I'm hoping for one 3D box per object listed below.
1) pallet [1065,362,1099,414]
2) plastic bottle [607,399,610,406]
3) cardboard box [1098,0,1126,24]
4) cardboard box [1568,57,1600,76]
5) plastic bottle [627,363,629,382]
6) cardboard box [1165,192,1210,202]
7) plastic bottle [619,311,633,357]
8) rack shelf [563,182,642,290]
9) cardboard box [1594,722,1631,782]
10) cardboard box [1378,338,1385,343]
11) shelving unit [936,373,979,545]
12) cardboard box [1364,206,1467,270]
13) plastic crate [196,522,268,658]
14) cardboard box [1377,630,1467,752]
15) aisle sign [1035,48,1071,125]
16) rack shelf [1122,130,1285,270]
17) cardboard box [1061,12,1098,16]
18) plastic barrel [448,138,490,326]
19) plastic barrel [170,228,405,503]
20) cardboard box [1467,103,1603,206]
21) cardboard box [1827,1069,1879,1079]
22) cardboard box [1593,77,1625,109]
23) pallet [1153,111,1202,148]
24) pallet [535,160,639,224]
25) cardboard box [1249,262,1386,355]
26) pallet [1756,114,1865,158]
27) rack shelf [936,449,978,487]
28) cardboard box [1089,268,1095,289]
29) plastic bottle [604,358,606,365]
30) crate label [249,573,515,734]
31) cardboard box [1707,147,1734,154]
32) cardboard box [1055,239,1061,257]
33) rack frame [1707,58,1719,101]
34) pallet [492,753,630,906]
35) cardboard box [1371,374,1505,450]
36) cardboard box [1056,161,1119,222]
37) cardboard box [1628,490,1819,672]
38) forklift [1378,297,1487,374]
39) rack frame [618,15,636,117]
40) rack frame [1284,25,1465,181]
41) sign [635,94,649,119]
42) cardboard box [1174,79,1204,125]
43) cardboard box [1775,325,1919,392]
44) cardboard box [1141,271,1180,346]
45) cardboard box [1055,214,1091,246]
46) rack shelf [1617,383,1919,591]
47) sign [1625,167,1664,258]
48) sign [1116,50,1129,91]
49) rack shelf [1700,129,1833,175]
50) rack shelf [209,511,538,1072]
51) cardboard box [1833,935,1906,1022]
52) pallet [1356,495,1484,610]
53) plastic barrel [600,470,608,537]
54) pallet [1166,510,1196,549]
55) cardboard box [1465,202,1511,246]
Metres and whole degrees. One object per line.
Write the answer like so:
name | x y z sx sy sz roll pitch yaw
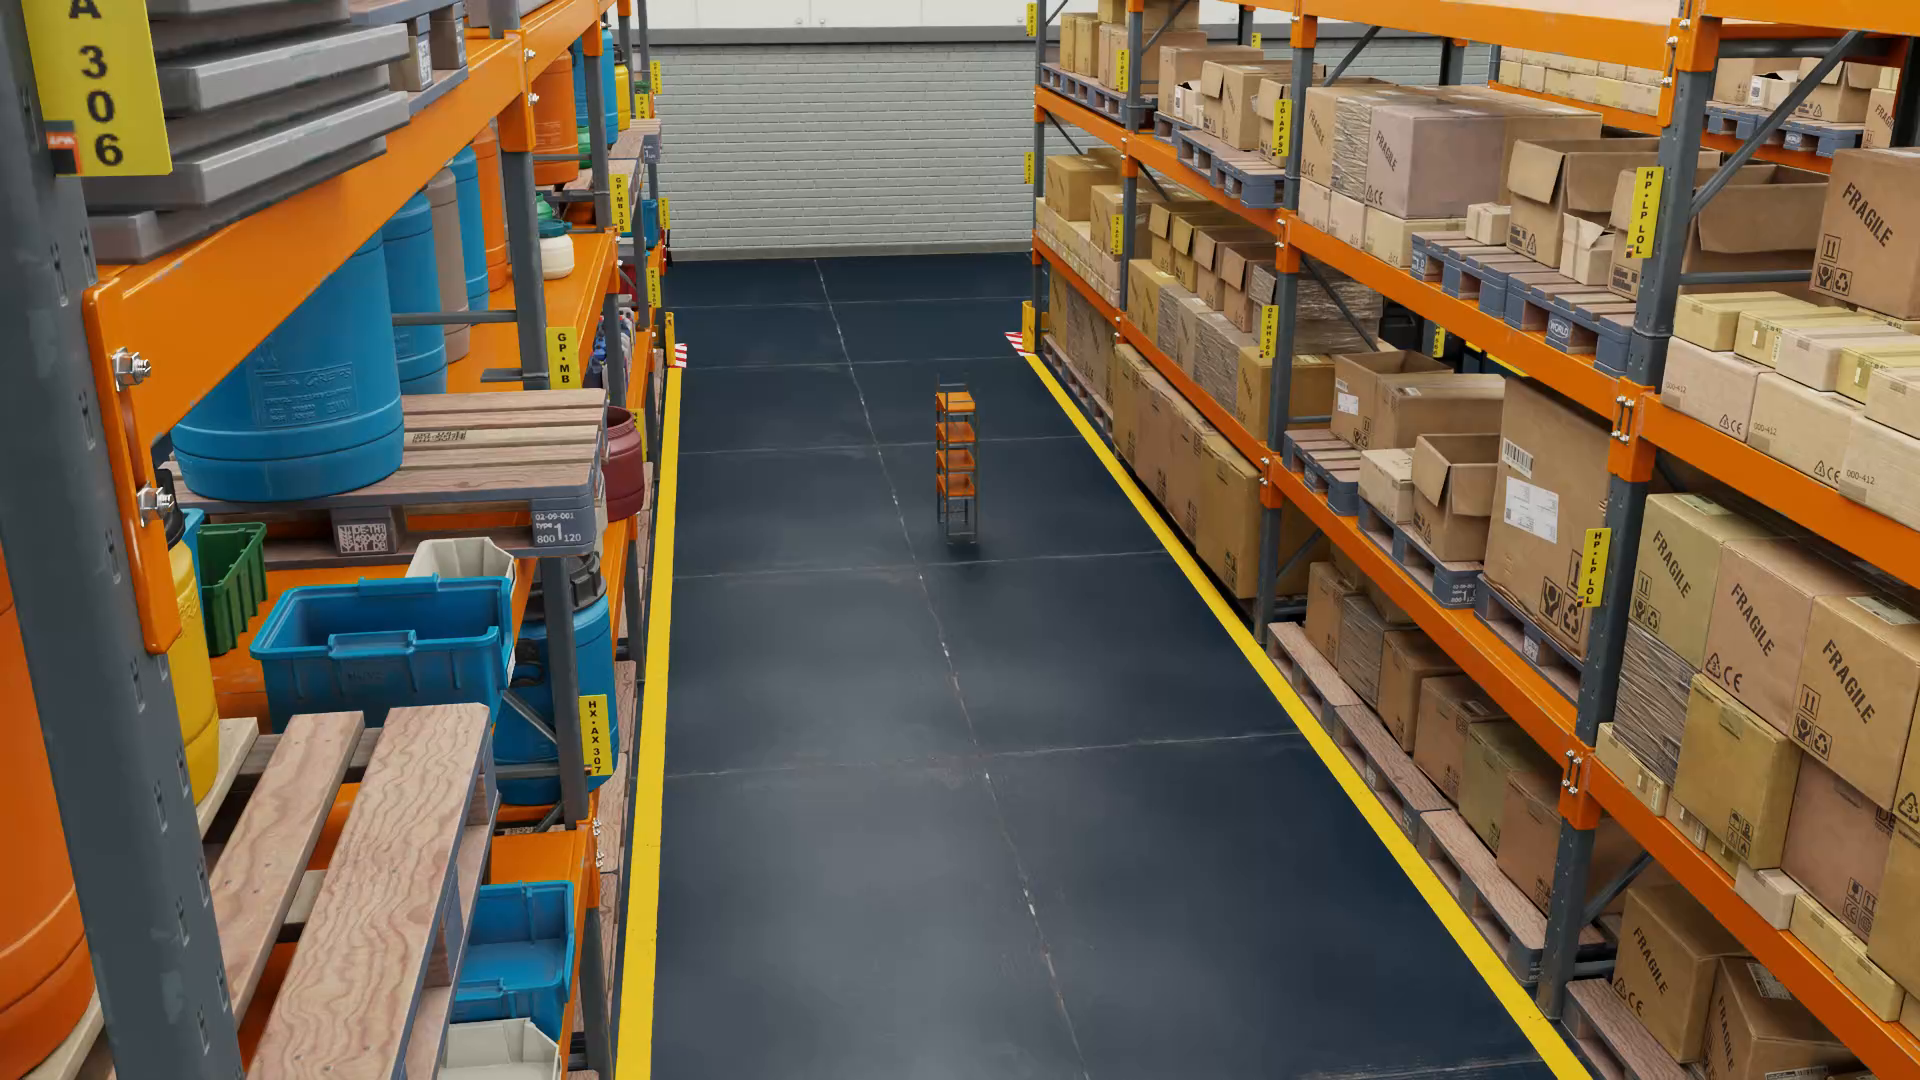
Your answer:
pallet | 1.653 -1.531 16.514 1.003 0.211 1.213 -3 21 -8
plastic bottle | -2.270 -0.780 10.695 0.152 0.276 0.135 -3 21 -8
cardboard box | 1.569 -4.879 15.247 0.500 0.250 0.500 -4 21 -9
cardboard box | 6.228 -4.620 16.011 0.500 0.250 0.500 -4 21 -10
plastic bottle | -2.438 -1.217 11.971 0.097 0.201 0.097 0 20 0
cardboard box | 2.048 -2.746 14.498 0.500 0.500 0.500 -3 21 -8
plastic bottle | -2.581 -1.572 12.709 0.144 0.351 0.185 -3 21 -8
rack shelf | -2.749 -2.273 11.255 1.077 0.370 4.000 -3 21 -8
cardboard box | 2.751 0.830 6.565 0.380 0.149 0.250 -3 21 -8
cardboard box | 2.563 -1.169 11.416 0.500 0.500 0.500 -3 21 -9
shelving unit | -0.024 -0.619 12.660 0.258 1.200 0.503 -3 21 -8
cardboard box | 2.414 -1.566 8.549 0.500 0.250 0.500 -2 21 -7
plastic crate | -1.926 0.127 4.105 0.336 0.188 0.450 -3 21 -8
cardboard box | 2.738 0.821 9.174 0.700 0.500 0.500 -1 21 -3
aisle sign | 0.980 -4.759 17.456 0.394 0.787 0.004 -3 21 -8
rack shelf | 2.153 -2.523 11.924 1.077 0.370 4.000 -3 21 -8
cardboard box | 1.416 -5.050 16.777 0.700 0.500 0.500 -4 21 -11
plastic barrel | -2.360 -1.385 7.134 0.600 0.901 0.708 -3 21 -8
plastic barrel | -1.846 -0.614 4.469 0.600 0.901 0.708 -3 21 -8
cardboard box | 2.898 -1.946 8.496 0.500 0.500 0.500 -3 21 -7
cardboard box | 3.293 2.147 5.654 0.500 0.500 0.500 -5 21 -13
cardboard box | 6.315 -4.202 15.608 0.500 0.250 0.500 -3 21 -8
pallet | 2.045 -3.147 12.842 0.805 0.209 1.217 -4 21 -10
pallet | -2.474 -2.099 10.031 1.003 0.211 1.213 -3 21 -8
cardboard box | 2.351 -1.533 10.956 0.797 0.503 0.637 -2 21 -6
pallet | 6.923 -3.101 12.713 1.213 0.211 1.003 -3 21 -8
rack shelf | -0.024 -0.556 12.683 0.258 0.148 0.480 -3 21 -8
cardboard box | 1.385 -2.385 15.174 0.380 0.149 0.250 -3 21 -7
plastic bottle | -2.479 -1.201 11.827 0.097 0.271 0.097 0 20 0
crate label | -1.250 0.258 3.665 0.502 0.251 0.408 -3 21 -8
cardboard box | 6.873 -3.364 15.438 0.500 0.500 0.500 -4 21 -9
cardboard box | 1.162 -2.919 16.603 0.380 0.149 0.250 -3 21 -9
rack frame | 6.787 -5.172 13.703 1.000 3.000 0.127 -3 21 -8
pallet | -2.215 1.486 8.436 1.003 0.211 1.213 -3 21 -8
cardboard box | 2.738 -0.632 9.379 0.700 0.500 0.500 0 20 0
cardboard box | 1.242 -3.420 16.304 0.500 0.500 0.500 -3 21 -9
cardboard box | 2.831 0.137 6.065 0.500 0.500 0.500 -3 21 -8
forklift | 4.165 -2.360 14.847 1.130 2.935 3.031 -3 21 -8
rack frame | -3.037 -4.707 12.458 1.000 3.000 0.127 -3 21 -8
rack frame | 2.441 -3.572 9.419 1.000 3.000 0.127 -3 21 -8
sign | -2.492 -3.333 13.054 0.100 0.325 0.005 -3 21 -8
cardboard box | 1.933 -3.323 12.565 0.500 0.311 0.500 -4 21 -10
cardboard box | 2.883 -0.586 5.357 0.380 0.149 0.250 -3 21 -7
cardboard box | 1.757 -1.848 13.233 0.500 0.500 0.500 -3 21 -8
cardboard box | 1.240 -3.067 16.430 0.500 0.250 0.500 -4 21 -10
rack shelf | 3.306 0.247 4.508 1.077 0.370 4.000 -3 21 -8
sign | 2.469 -1.180 5.998 0.100 0.325 0.005 -3 21 -8
sign | 1.315 -3.803 13.471 0.100 0.325 0.005 -3 21 -8
rack shelf | 7.075 -2.738 12.500 1.077 0.370 4.000 -3 21 -8
rack shelf | -1.596 0.497 3.839 1.077 0.370 4.000 -3 21 -8
cardboard box | 2.980 1.349 5.176 0.380 0.149 0.250 -3 21 -8
pallet | 2.767 0.011 8.673 1.003 0.211 1.213 -3 21 -8
plastic barrel | -2.101 -0.219 8.856 0.421 0.512 0.421 0 20 0
pallet | 2.229 -0.154 12.826 1.003 0.211 1.213 -3 21 -8
cardboard box | 2.648 -1.514 7.928 0.380 0.166 0.250 -3 21 -9
